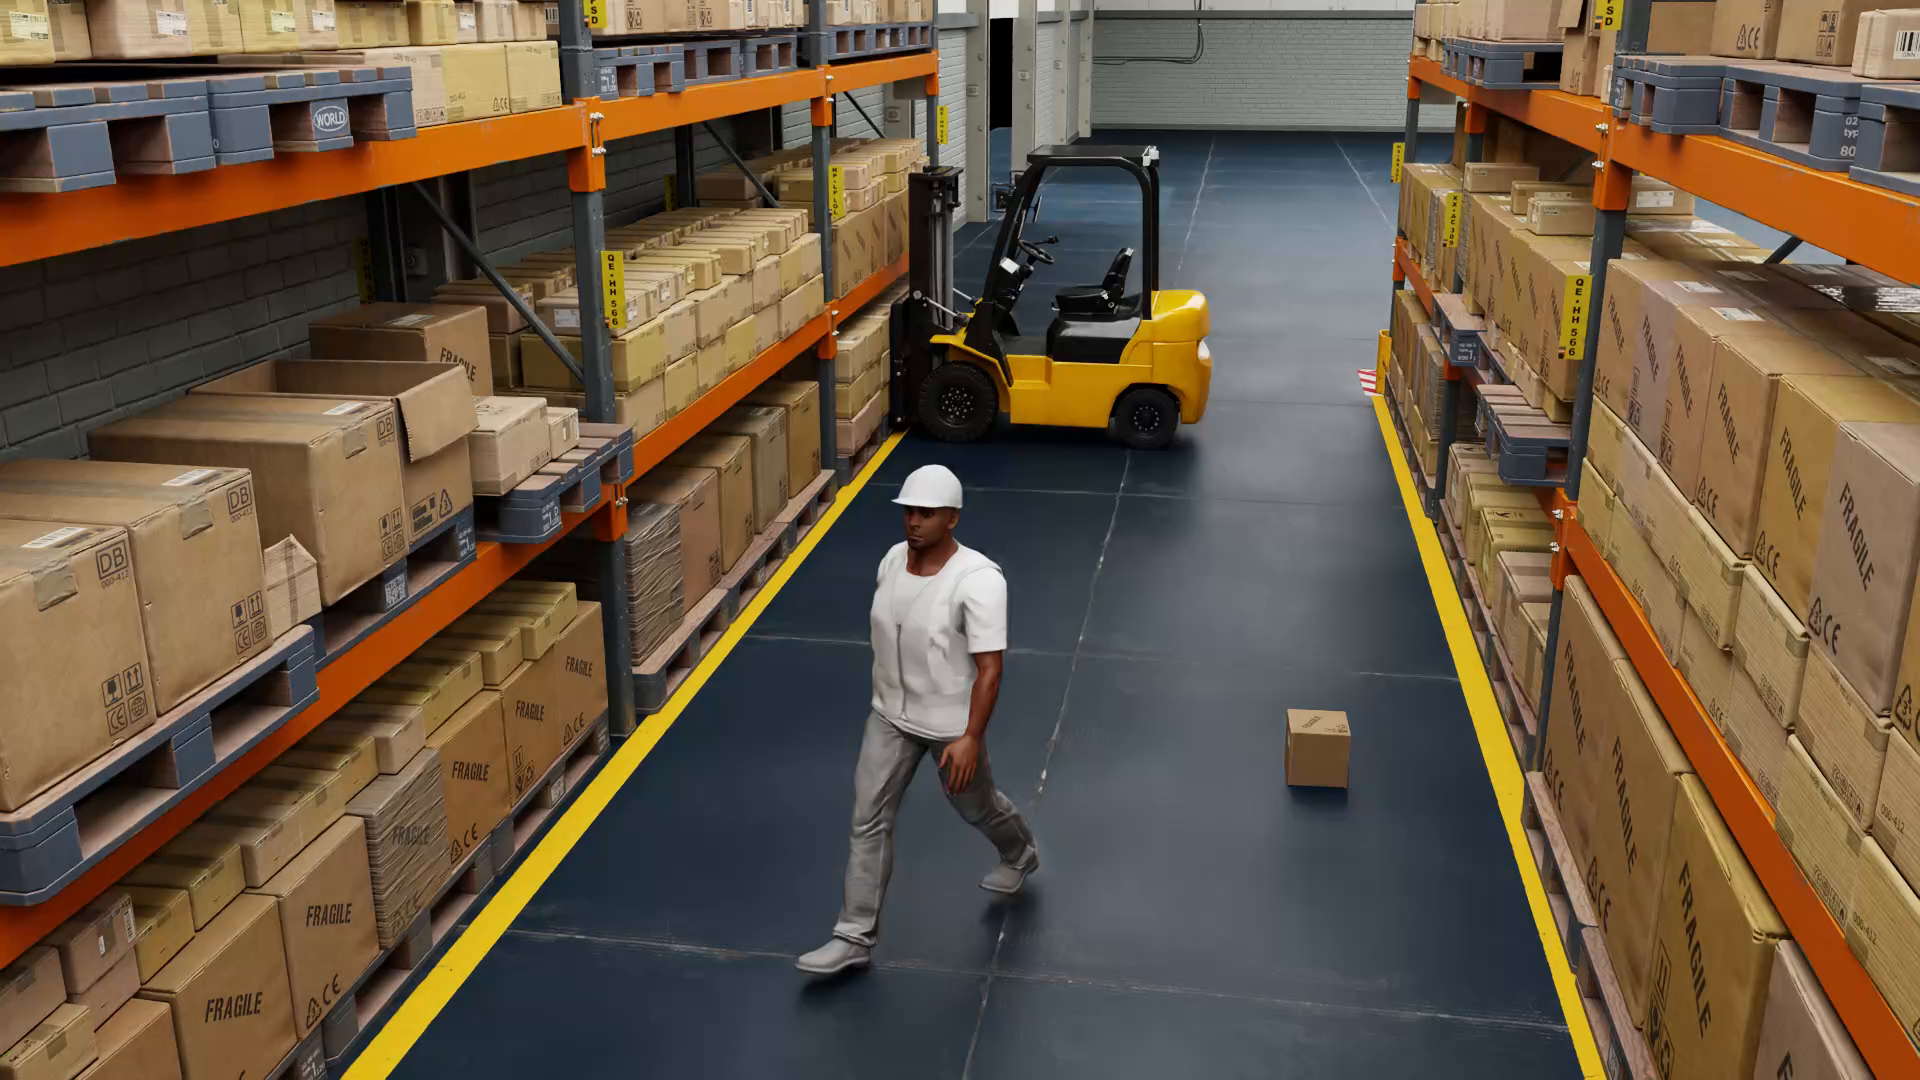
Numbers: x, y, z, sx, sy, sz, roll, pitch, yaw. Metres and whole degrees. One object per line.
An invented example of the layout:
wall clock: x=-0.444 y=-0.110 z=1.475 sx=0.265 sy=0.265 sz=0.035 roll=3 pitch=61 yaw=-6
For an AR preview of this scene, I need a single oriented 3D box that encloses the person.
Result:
person: x=-0.117 y=0.595 z=5.684 sx=0.604 sy=1.718 sz=1.081 roll=12 pitch=21 yaw=32
